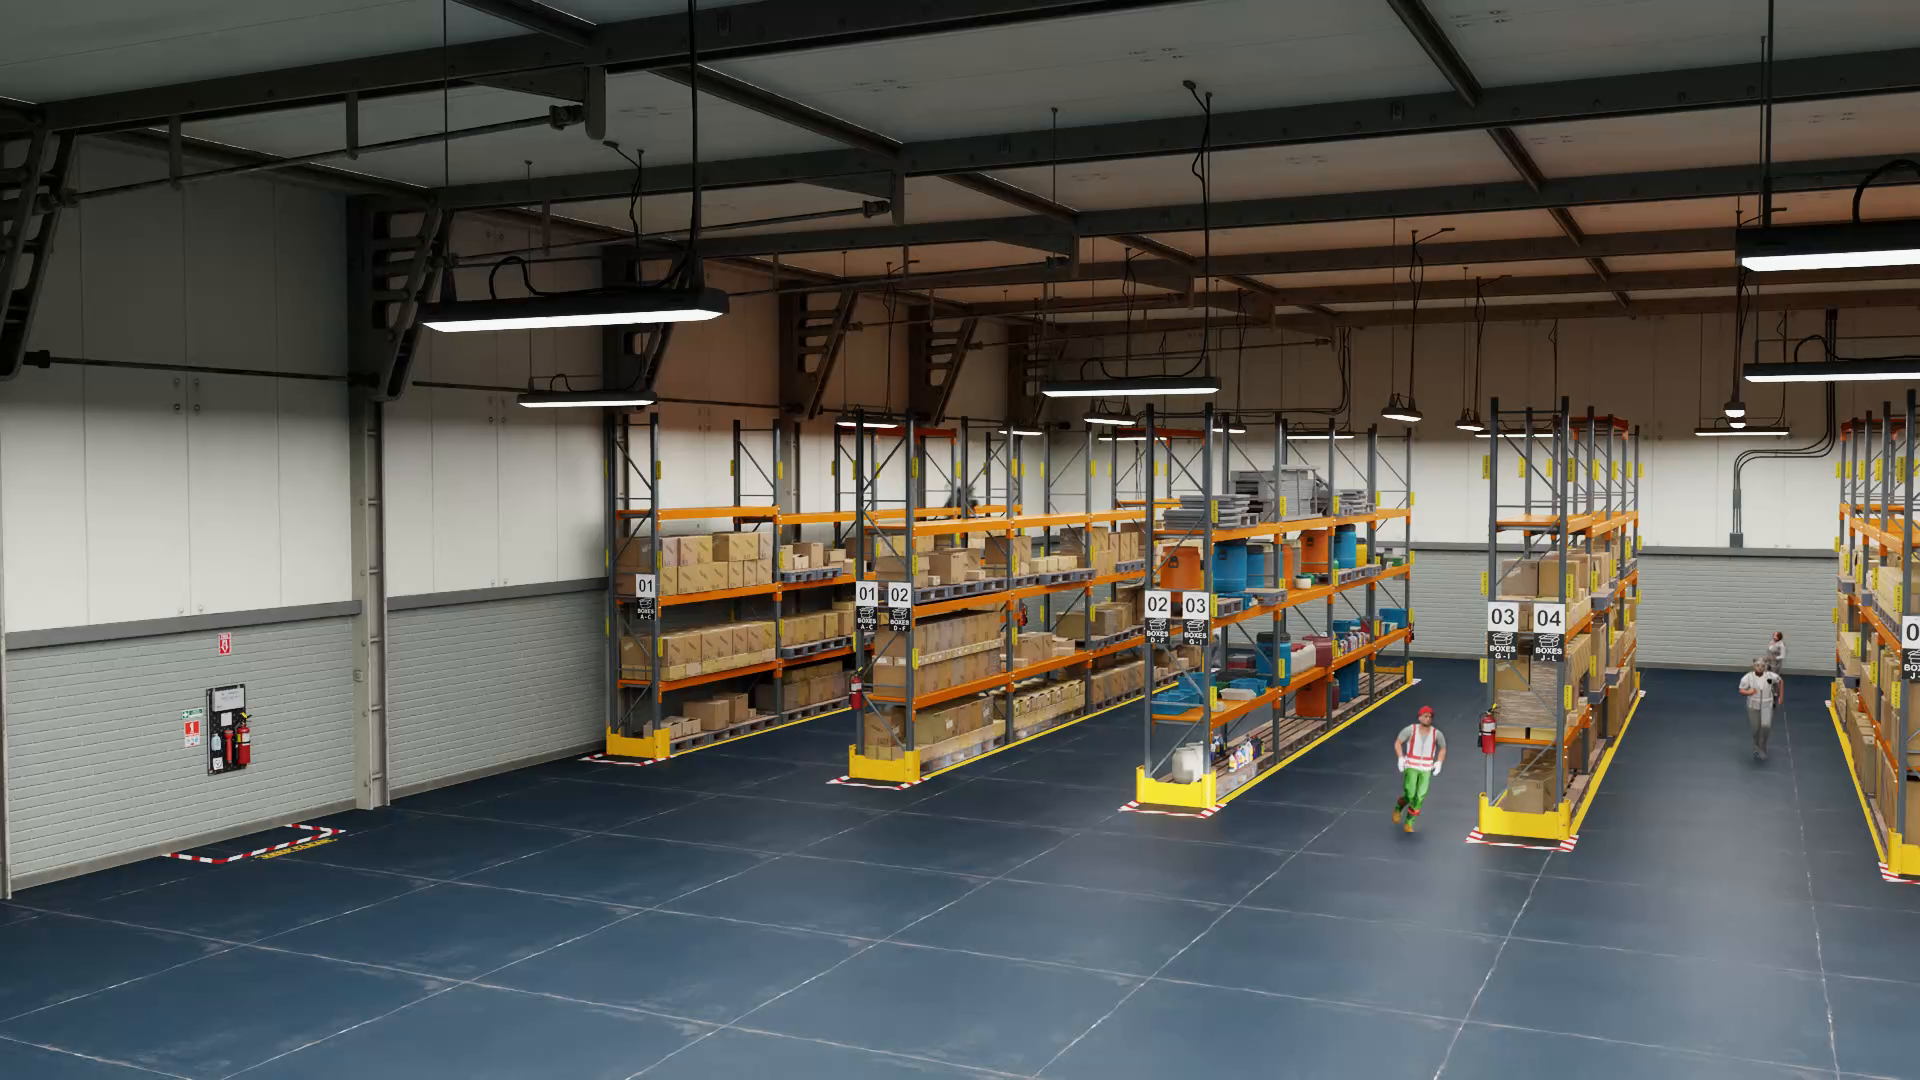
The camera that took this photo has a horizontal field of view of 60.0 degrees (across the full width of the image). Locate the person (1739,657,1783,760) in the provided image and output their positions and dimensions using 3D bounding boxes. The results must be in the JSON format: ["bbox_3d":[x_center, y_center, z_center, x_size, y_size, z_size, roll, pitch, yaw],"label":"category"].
[{"bbox_3d":[13.899,2.908,28.854,0.693,1.776,0.831,1,3,25],"label":"person"}]

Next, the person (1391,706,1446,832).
[{"bbox_3d":[6.388,3.164,23.081,0.707,1.729,0.577,0,2,3],"label":"person"}]

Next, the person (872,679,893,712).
[{"bbox_3d":[-1.339,2.882,30.987,0.641,1.666,0.623,1,2,16],"label":"person"}]

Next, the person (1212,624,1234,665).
[{"bbox_3d":[6.564,2.366,42.108,0.682,1.788,0.745,2,3,41],"label":"person"}]

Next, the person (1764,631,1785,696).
[{"bbox_3d":[17.709,2.737,36.199,0.560,1.580,0.697,-1,3,-20],"label":"person"}]
